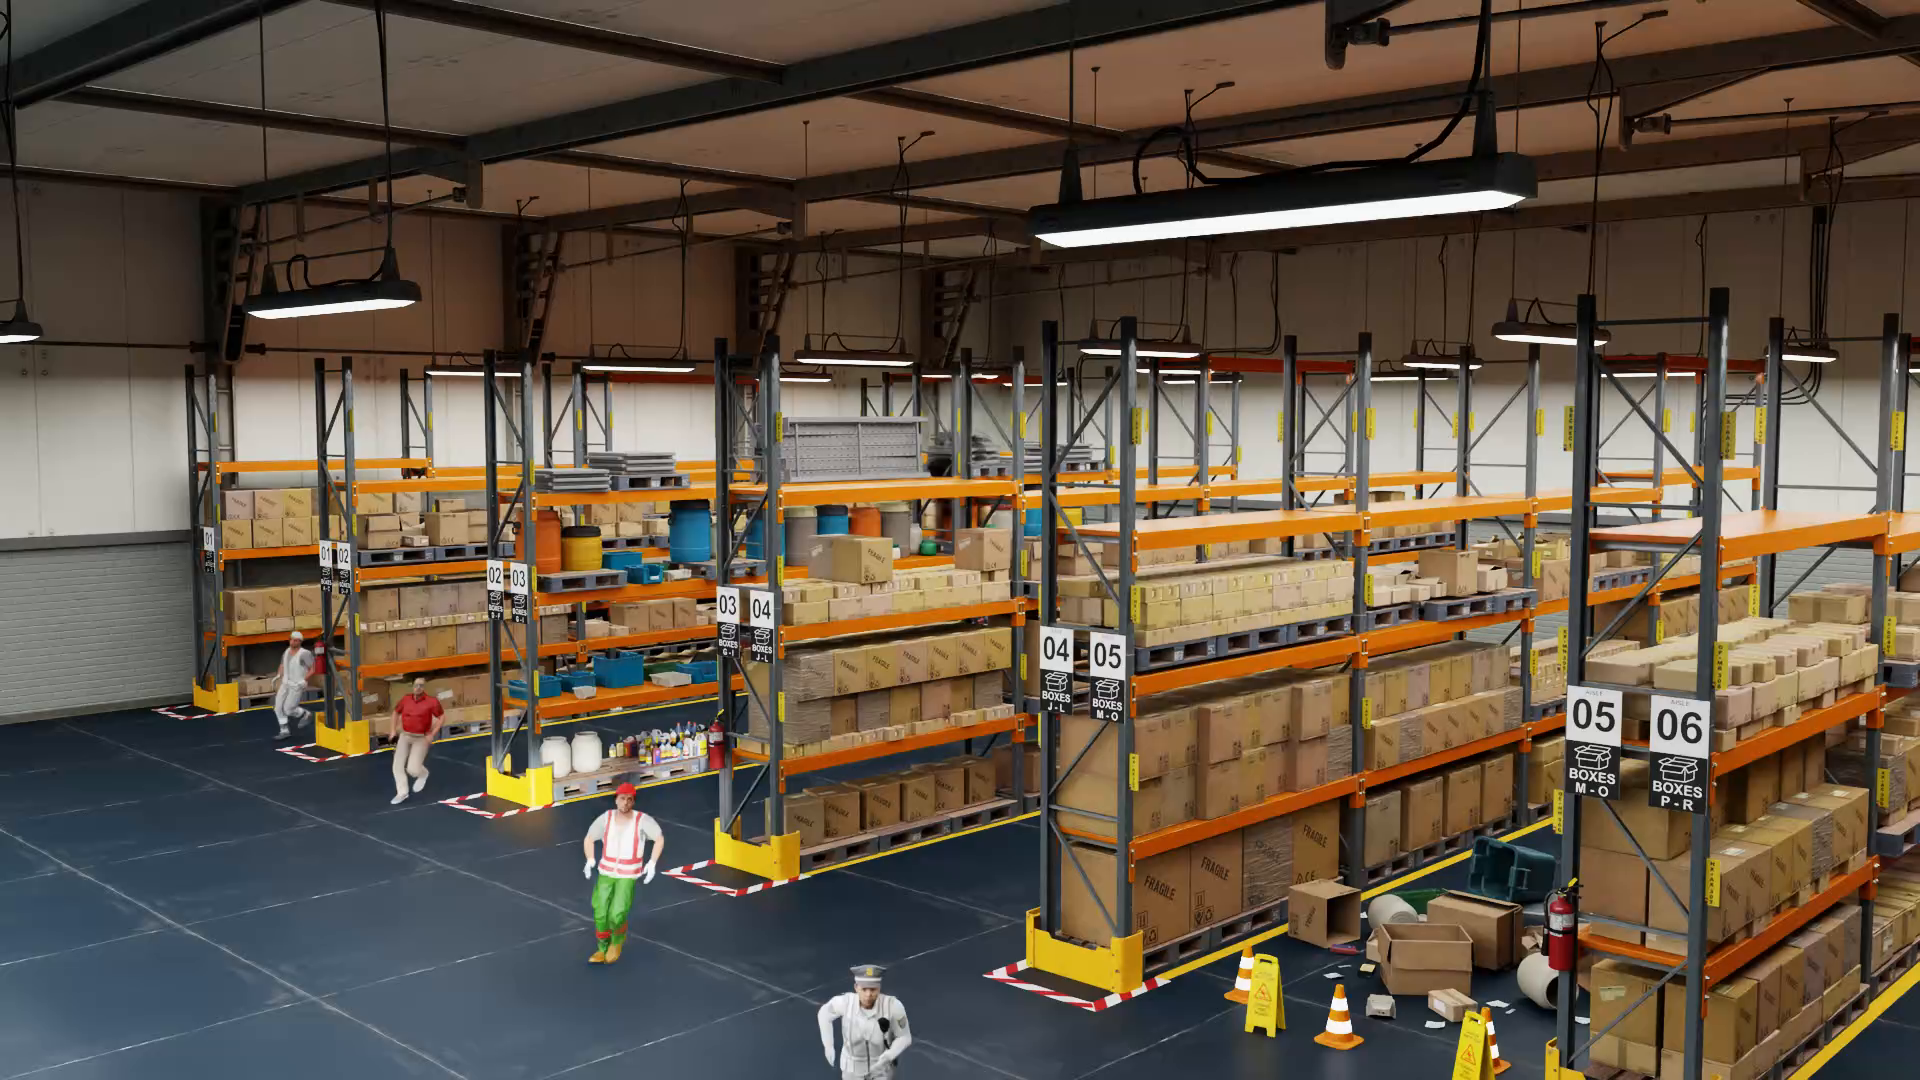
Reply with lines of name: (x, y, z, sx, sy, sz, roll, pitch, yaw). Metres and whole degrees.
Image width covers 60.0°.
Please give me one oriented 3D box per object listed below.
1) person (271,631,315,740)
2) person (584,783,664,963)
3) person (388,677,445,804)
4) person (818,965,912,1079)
person: (-10.527, 2.294, 26.398, 0.702, 1.729, 0.619, 2, 5, 24)
person: (-3.159, 3.111, 15.440, 0.718, 1.720, 0.565, 0, 4, 6)
person: (-7.228, 2.649, 22.165, 0.705, 1.669, 0.574, 1, 4, 7)
person: (-0.625, 3.533, 10.975, 0.605, 1.616, 0.670, -1, 4, -8)
